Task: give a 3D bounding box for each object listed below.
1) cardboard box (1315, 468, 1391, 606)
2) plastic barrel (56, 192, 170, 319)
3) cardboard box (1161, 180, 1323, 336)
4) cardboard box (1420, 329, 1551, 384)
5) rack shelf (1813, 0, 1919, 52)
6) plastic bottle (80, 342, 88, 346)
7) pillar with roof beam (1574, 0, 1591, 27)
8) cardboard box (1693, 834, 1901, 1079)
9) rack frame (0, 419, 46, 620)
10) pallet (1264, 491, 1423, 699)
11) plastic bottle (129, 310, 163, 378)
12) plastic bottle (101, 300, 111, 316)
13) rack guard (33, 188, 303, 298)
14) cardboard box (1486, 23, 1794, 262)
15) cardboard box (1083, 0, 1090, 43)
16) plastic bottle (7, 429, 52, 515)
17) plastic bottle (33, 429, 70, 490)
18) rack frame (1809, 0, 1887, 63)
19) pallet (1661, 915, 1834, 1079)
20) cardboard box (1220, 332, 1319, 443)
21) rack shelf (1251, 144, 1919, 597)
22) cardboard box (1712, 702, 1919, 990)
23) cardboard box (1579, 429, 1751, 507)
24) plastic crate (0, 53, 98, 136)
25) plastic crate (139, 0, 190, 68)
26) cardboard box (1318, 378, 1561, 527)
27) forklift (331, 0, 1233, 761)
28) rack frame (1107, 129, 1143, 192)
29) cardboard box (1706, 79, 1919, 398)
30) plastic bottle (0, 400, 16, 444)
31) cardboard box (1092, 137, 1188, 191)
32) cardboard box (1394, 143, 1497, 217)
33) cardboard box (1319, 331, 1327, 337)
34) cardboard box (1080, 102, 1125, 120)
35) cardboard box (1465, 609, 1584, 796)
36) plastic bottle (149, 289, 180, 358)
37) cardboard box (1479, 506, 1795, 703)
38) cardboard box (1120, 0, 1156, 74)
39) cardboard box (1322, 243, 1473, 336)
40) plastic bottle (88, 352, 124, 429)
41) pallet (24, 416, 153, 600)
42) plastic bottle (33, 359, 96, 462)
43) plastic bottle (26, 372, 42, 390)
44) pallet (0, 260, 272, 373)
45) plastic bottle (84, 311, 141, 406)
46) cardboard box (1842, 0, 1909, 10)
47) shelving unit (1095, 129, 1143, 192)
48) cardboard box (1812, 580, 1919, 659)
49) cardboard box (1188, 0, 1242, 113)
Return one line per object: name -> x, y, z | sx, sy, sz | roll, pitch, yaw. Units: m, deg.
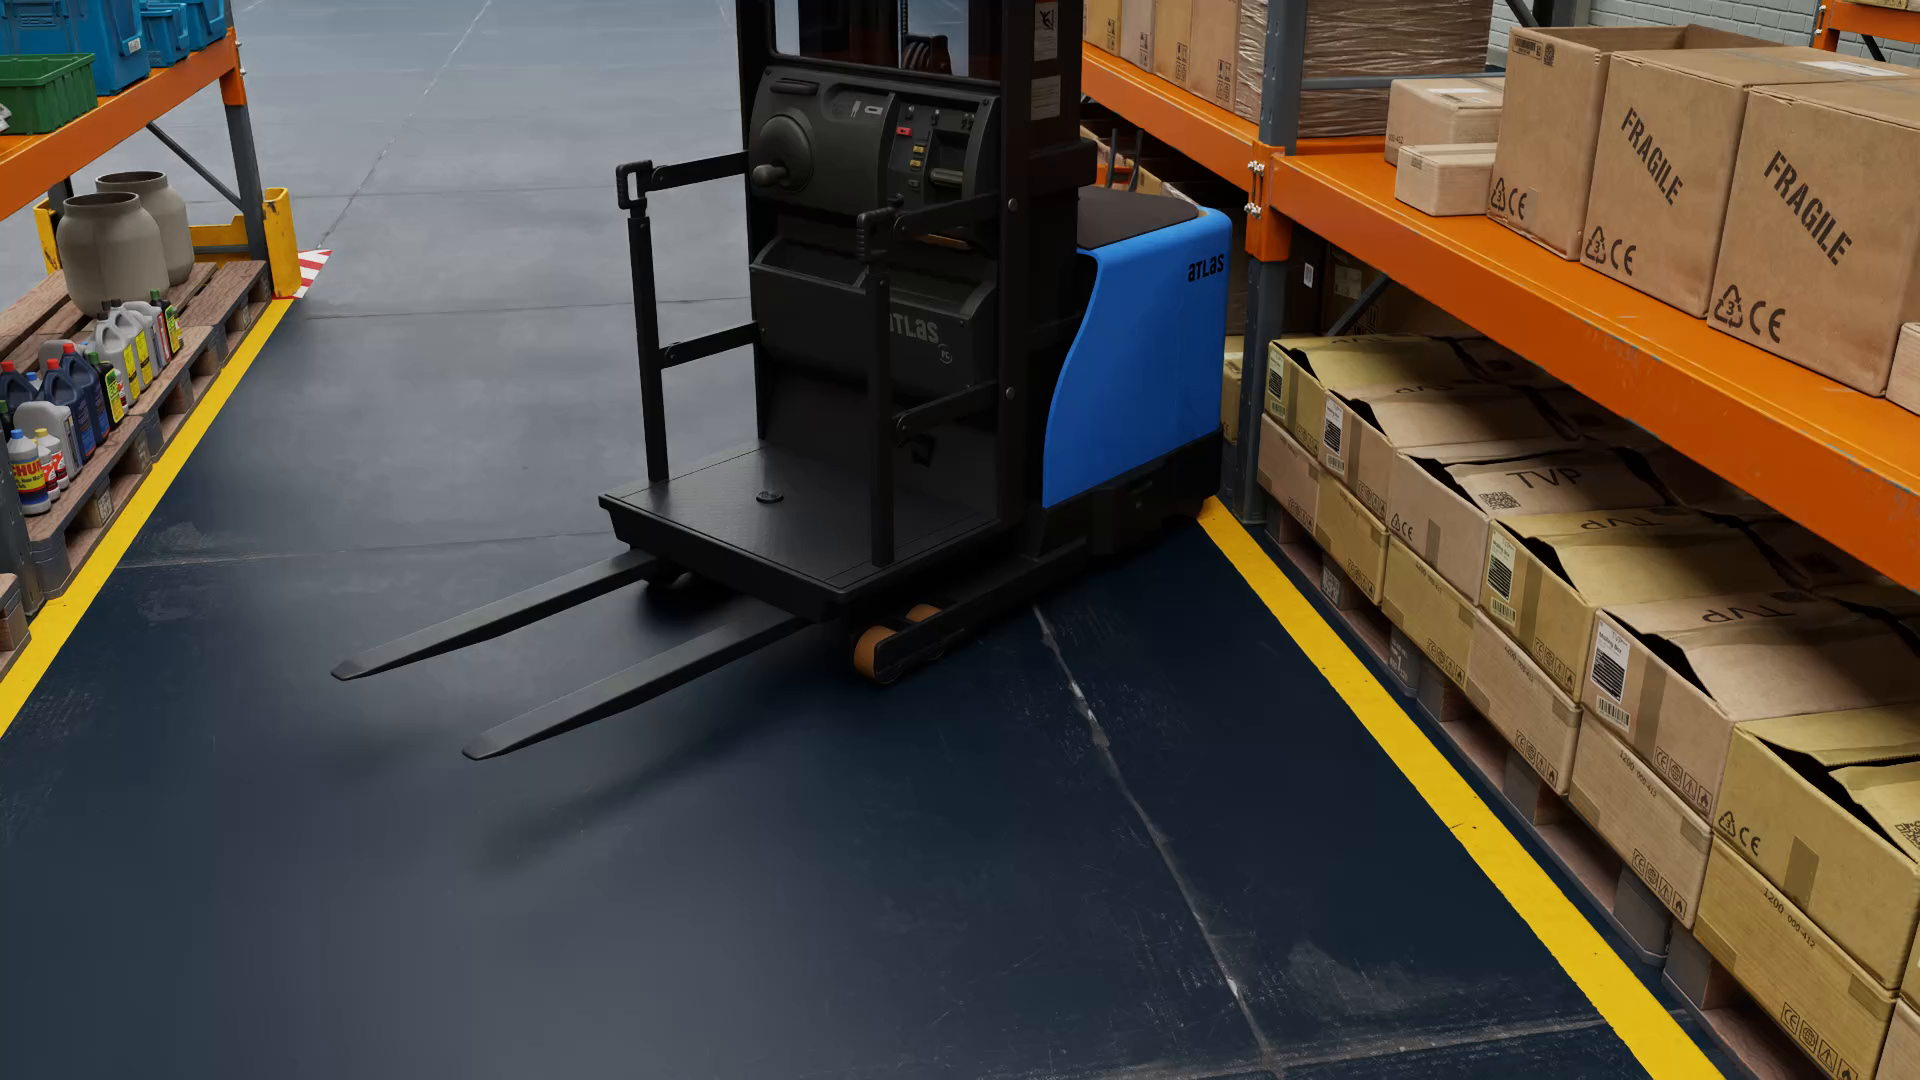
cardboard box -> 1.400, -0.035, 4.994 | 0.500, 0.250, 0.500 | -4, 24, -8
plastic barrel -> -3.843, -1.291, 7.542 | 0.421, 0.512, 0.421 | 0, 24, 0
cardboard box -> 1.094, -1.121, 6.542 | 0.500, 0.500, 0.500 | -4, 24, -10
cardboard box -> 1.832, -0.532, 5.431 | 0.500, 0.311, 0.500 | -4, 24, -10
rack shelf -> 5.973, -2.306, 8.181 | 1.077, 0.370, 4.000 | -4, 24, -10
plastic bottle -> -3.393, -0.672, 6.487 | 0.097, 0.201, 0.097 | 0, 24, 0
pillar with roof beam -> 1.243, -8.002, 12.828 | 9.100, 9.000, 0.400 | -4, 24, -10
cardboard box -> 1.780, 0.769, 3.153 | 0.500, 0.250, 0.500 | -5, 24, -10
rack frame -> -3.393, -1.116, 4.557 | 1.000, 3.000, 0.127 | -4, 24, -10
pallet -> 1.650, 0.084, 5.294 | 1.003, 0.211, 1.213 | -4, 24, -10
plastic bottle -> -3.317, -0.797, 6.681 | 0.152, 0.276, 0.135 | -5, 24, -11
plastic bottle -> -3.447, -0.847, 6.785 | 0.061, 0.283, 0.133 | -4, 24, -10
rack guard -> -4.072, -1.517, 8.600 | 1.175, 0.500, 0.348 | -4, 24, -10
cardboard box -> 1.699, -1.016, 4.204 | 0.500, 0.500, 0.500 | -3, 24, -6
cardboard box -> 0.912, -2.709, 8.081 | 0.700, 0.500, 0.500 | -4, 24, -8
plastic bottle -> -3.021, -0.225, 5.377 | 0.097, 0.271, 0.097 | 0, 24, 0
plastic bottle -> -3.059, -0.273, 5.574 | 0.097, 0.201, 0.097 | 0, 24, 0
rack frame -> 5.604, -3.422, 9.839 | 1.000, 3.000, 0.127 | -4, 24, -10
pallet -> 2.101, 1.043, 3.097 | 1.003, 0.211, 1.213 | -4, 24, -10
cardboard box -> 1.175, -0.580, 6.240 | 0.500, 0.250, 0.500 | -4, 24, -10
rack shelf -> 1.845, -0.365, 3.736 | 1.077, 0.370, 4.000 | -4, 24, -10
cardboard box -> 1.774, 0.511, 3.042 | 0.500, 0.311, 0.500 | -5, 24, -11
cardboard box -> 2.025, -0.132, 4.514 | 0.500, 0.311, 0.500 | -4, 24, -10
plastic crate -> -3.367, -1.574, 5.870 | 0.450, 0.188, 0.662 | -4, 24, -10
plastic crate -> -3.632, -2.191, 7.204 | 0.499, 0.251, 0.408 | -4, 24, -10
cardboard box -> 1.395, -0.292, 4.881 | 0.500, 0.311, 0.500 | -5, 24, -10
forklift -> -0.414, -1.155, 4.733 | 1.130, 2.935, 3.031 | 19, 30, 37
rack frame -> 0.582, -0.976, 6.447 | 0.015, 1.200, 0.240 | 14, 17, 29
cardboard box -> 1.889, -0.612, 3.279 | 0.500, 0.500, 0.500 | -6, 24, -13
plastic bottle -> -3.212, -0.348, 5.642 | 0.061, 0.283, 0.133 | -4, 24, -10
cardboard box -> 0.891, -1.513, 7.440 | 0.500, 0.500, 0.500 | -4, 24, -10
cardboard box -> 1.439, -1.002, 4.611 | 0.380, 0.149, 0.250 | -4, 24, -10
cardboard box -> 1.688, -0.618, 6.329 | 0.500, 0.250, 0.500 | -4, 24, -10
cardboard box -> 0.711, -1.907, 8.341 | 0.500, 0.500, 0.500 | -4, 24, -10
cardboard box -> 1.592, 0.368, 4.069 | 0.500, 0.250, 0.500 | -4, 24, -9
plastic bottle -> -3.323, -0.912, 6.933 | 0.061, 0.283, 0.133 | -4, 24, -8
cardboard box -> 1.593, 0.115, 3.949 | 0.500, 0.311, 0.500 | -4, 24, -8
cardboard box -> 1.099, -2.307, 7.159 | 0.700, 0.500, 0.500 | -4, 24, -8
cardboard box -> 1.698, -0.963, 6.180 | 0.500, 0.500, 0.500 | -4, 24, -10
plastic bottle -> -3.159, -0.563, 6.136 | 0.061, 0.283, 0.133 | -3, 24, -7
pallet -> -3.476, -0.105, 5.727 | 1.003, 0.211, 1.213 | -4, 24, -10
plastic bottle -> -3.134, -0.452, 5.797 | 0.144, 0.351, 0.185 | -4, 24, -8
plastic bottle -> -3.280, -0.464, 5.923 | 0.097, 0.271, 0.097 | 0, 24, 0
pallet -> -3.927, -1.065, 7.925 | 1.003, 0.211, 1.213 | -4, 24, -10
plastic bottle -> -3.248, -0.693, 6.350 | 0.144, 0.351, 0.185 | -4, 24, -10
cardboard box -> 5.382, -3.147, 9.371 | 0.500, 0.250, 0.500 | -5, 24, -11
shelving unit -> 0.374, -1.027, 6.564 | 0.503, 1.200, 0.258 | 14, 17, 29
cardboard box -> 2.210, 0.268, 3.598 | 0.500, 0.311, 0.500 | -5, 24, -11
cardboard box -> 1.284, -1.908, 6.246 | 0.700, 0.500, 0.500 | -5, 24, -10
